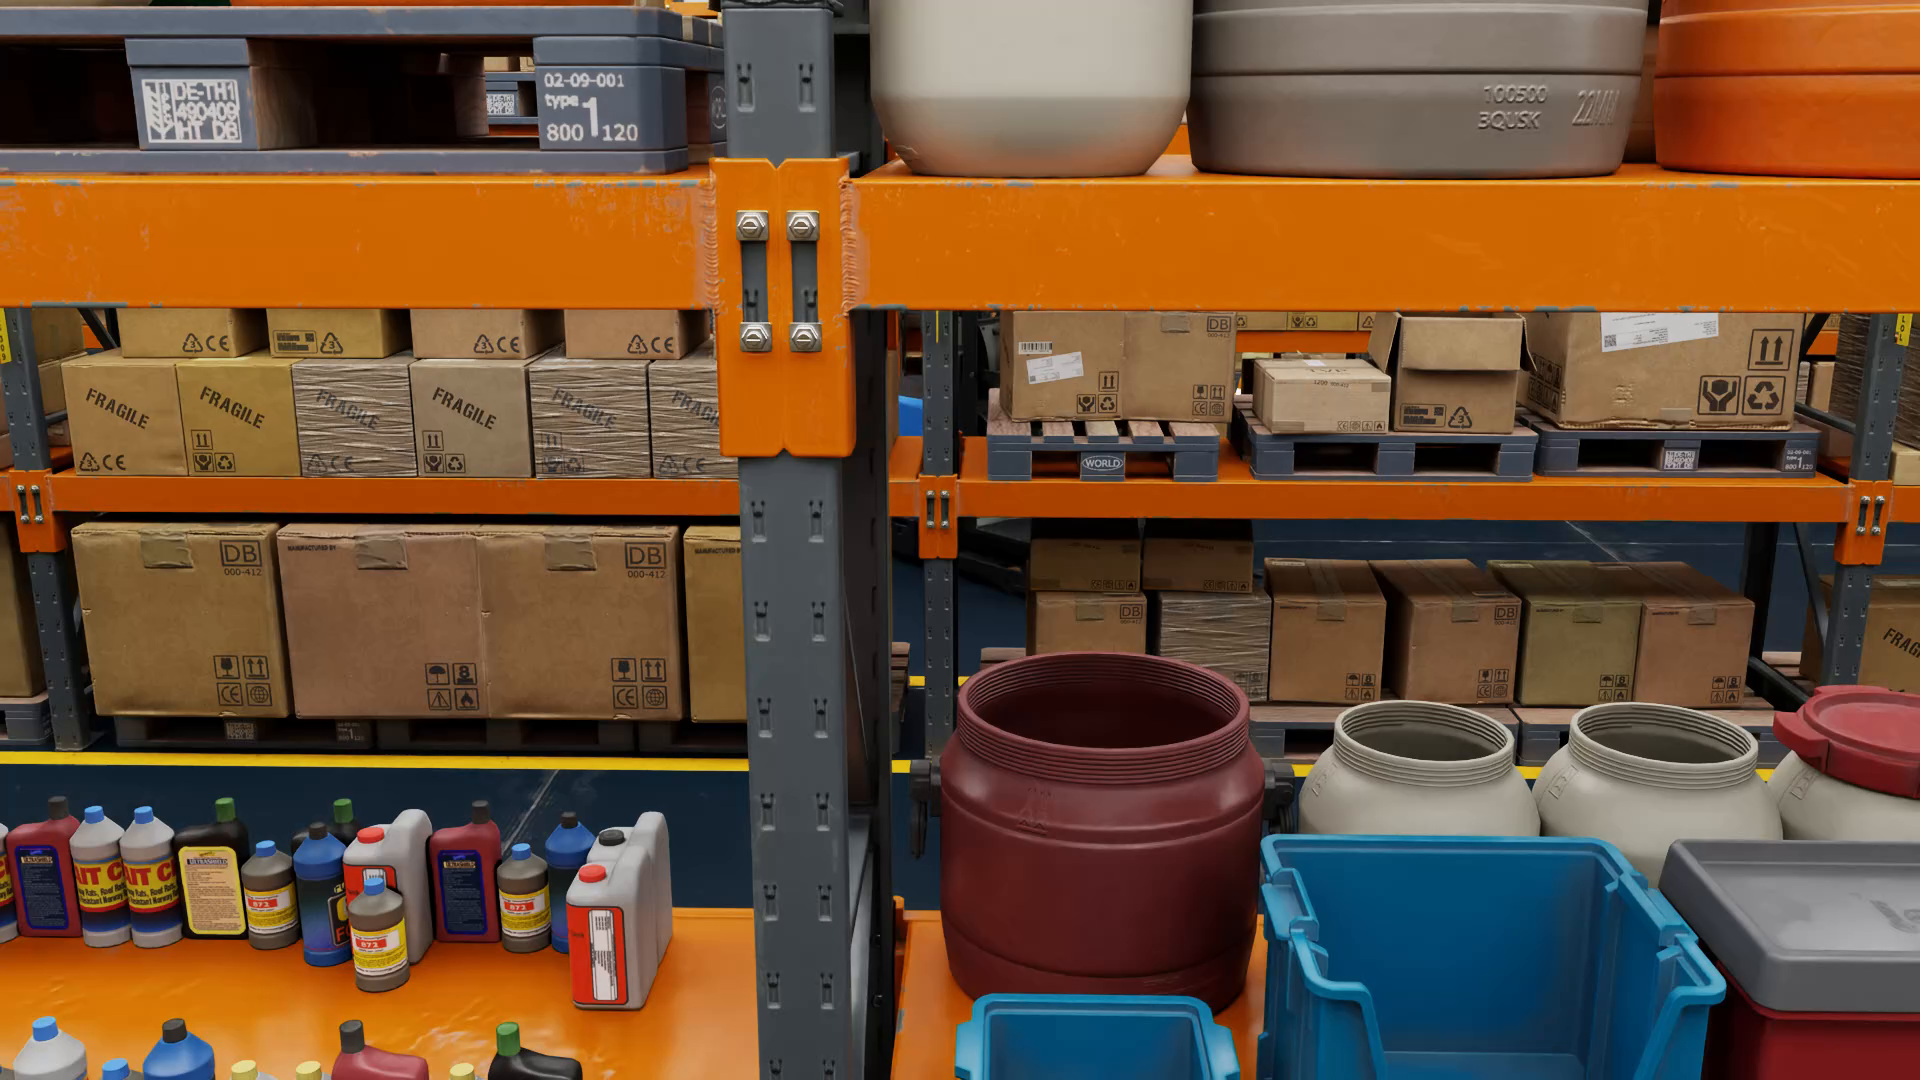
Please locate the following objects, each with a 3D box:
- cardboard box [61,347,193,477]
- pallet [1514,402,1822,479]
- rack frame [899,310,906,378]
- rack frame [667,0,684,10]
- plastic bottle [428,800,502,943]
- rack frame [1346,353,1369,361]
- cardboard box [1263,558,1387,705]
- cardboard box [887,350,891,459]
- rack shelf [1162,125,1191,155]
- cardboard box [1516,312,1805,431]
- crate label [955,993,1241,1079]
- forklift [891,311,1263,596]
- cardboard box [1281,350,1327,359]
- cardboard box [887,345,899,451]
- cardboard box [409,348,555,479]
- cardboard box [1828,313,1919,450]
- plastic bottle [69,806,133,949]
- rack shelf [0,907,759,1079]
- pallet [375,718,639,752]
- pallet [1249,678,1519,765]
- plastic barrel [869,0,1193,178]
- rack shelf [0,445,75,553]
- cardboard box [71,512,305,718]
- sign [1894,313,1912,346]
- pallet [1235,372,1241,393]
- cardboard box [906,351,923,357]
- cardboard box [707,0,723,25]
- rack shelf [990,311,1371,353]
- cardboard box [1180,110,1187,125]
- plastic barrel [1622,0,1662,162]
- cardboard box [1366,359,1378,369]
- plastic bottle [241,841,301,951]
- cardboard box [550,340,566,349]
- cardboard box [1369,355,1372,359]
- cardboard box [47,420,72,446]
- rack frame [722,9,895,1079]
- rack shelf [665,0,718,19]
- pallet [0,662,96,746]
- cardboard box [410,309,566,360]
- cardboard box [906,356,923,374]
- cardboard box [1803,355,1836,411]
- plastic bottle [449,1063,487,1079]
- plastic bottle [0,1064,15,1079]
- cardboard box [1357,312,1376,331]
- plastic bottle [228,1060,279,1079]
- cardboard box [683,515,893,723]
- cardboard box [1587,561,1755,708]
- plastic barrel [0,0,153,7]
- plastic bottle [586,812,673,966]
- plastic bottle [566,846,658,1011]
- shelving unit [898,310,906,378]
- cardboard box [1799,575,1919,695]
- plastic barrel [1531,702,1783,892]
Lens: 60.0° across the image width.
[{"bbox_3d":[-3.629,-0.583,7.474,0.500,0.500,0.500,0,15,2],"label":"cardboard box"},{"bbox_3d":[3.155,-0.499,7.727,1.213,0.211,1.003,0,15,1],"label":"pallet"},{"bbox_3d":[-0.399,-1.146,11.568,0.015,2.100,0.400,1,15,3],"label":"rack frame"},{"bbox_3d":[-3.706,-7.295,21.352,0.127,3.000,1.000,0,15,1],"label":"rack frame"},{"bbox_3d":[-0.962,0.645,3.244,0.133,0.283,0.061,0,15,1],"label":"plastic bottle"},{"bbox_3d":[4.168,-3.077,17.122,0.127,3.000,1.000,0,15,1],"label":"rack frame"},{"bbox_3d":[1.708,0.422,7.898,0.500,0.500,0.700,2,15,6],"label":"cardboard box"},{"bbox_3d":[-0.583,-0.564,7.401,0.500,0.500,0.500,1,15,3],"label":"cardboard box"},{"bbox_3d":[1.915,-1.665,7.301,4.000,0.370,1.077,0,15,1],"label":"rack shelf"},{"bbox_3d":[3.124,-1.083,7.568,1.000,1.000,1.000,0,15,2],"label":"cardboard box"},{"bbox_3d":[0.201,0.867,2.503,0.416,0.233,0.303,0,15,1],"label":"crate label"},{"bbox_3d":[0.624,-1.203,10.153,1.130,2.935,3.031,-14,20,-42],"label":"forklift"},{"bbox_3d":[1.590,-0.772,7.825,0.258,0.266,0.396,0,15,0],"label":"cardboard box"},{"bbox_3d":[-0.563,-0.696,7.904,0.500,0.500,0.500,1,15,3],"label":"cardboard box"},{"bbox_3d":[-2.110,-0.575,7.442,0.500,0.500,0.500,1,15,2],"label":"cardboard box"},{"bbox_3d":[4.363,-0.723,7.421,0.500,0.500,0.875,0,15,1],"label":"cardboard box"},{"bbox_3d":[-1.674,0.651,3.246,0.097,0.271,0.097,0,15,0],"label":"plastic bottle"},{"bbox_3d":[-2.210,1.022,2.995,4.000,0.370,1.077,0,15,1],"label":"rack shelf"},{"bbox_3d":[-2.087,0.740,8.122,1.213,0.211,1.003,0,15,1],"label":"pallet"},{"bbox_3d":[1.914,0.787,7.944,1.213,0.211,1.003,0,15,1],"label":"pallet"},{"bbox_3d":[0.092,-0.737,2.153,0.421,0.512,0.421,0,15,0],"label":"plastic barrel"},{"bbox_3d":[-6.082,-0.267,7.881,4.000,0.370,1.077,0,15,1],"label":"rack shelf"},{"bbox_3d":[-3.442,0.222,7.961,0.875,0.875,1.225,0,15,2],"label":"cardboard box"},{"bbox_3d":[3.904,-0.968,6.858,0.005,0.325,0.100,0,15,1],"label":"sign"},{"bbox_3d":[3.390,-1.733,17.495,1.213,0.211,1.003,0,15,1],"label":"pallet"},{"bbox_3d":[-0.519,-2.304,17.535,0.875,0.875,0.875,0,15,1],"label":"cardboard box"},{"bbox_3d":[-0.695,-2.265,7.137,0.637,0.503,0.797,1,15,5],"label":"cardboard box"},{"bbox_3d":[2.143,-1.479,12.476,4.000,0.370,1.077,0,15,1],"label":"rack shelf"},{"bbox_3d":[0.893,-1.882,7.007,0.500,0.250,0.500,1,15,3],"label":"cardboard box"},{"bbox_3d":[1.067,-0.747,2.683,0.301,0.262,0.301,0,15,0],"label":"plastic barrel"},{"bbox_3d":[3.520,-0.910,12.496,0.750,0.750,1.050,0,15,1],"label":"cardboard box"},{"bbox_3d":[-1.346,0.687,3.246,0.097,0.201,0.097,0,15,0],"label":"plastic bottle"},{"bbox_3d":[-2.090,-0.705,7.938,0.500,0.500,0.500,0,15,2],"label":"cardboard box"},{"bbox_3d":[4.152,-1.780,15.623,0.500,0.500,0.500,0,15,1],"label":"cardboard box"},{"bbox_3d":[-4.370,-0.567,8.101,0.250,0.149,0.380,0,15,2],"label":"cardboard box"},{"bbox_3d":[-0.210,0.688,2.854,0.127,3.000,1.000,0,15,1],"label":"rack frame"},{"bbox_3d":[-1.707,-6.741,21.445,4.000,0.370,1.077,0,15,1],"label":"rack shelf"},{"bbox_3d":[-4.841,0.722,8.190,1.213,0.211,1.003,0,15,1],"label":"pallet"},{"bbox_3d":[-2.136,-1.125,7.563,0.637,0.503,0.797,1,15,3],"label":"cardboard box"},{"bbox_3d":[-0.539,-1.263,12.854,0.500,0.250,0.500,0,15,-1],"label":"cardboard box"},{"bbox_3d":[6.582,-0.956,12.426,0.875,0.875,0.875,0,15,1],"label":"cardboard box"},{"bbox_3d":[-0.741,0.884,2.497,0.097,0.201,0.097,0,15,0],"label":"plastic bottle"},{"bbox_3d":[-1.458,0.880,2.515,0.097,0.201,0.097,0,15,0],"label":"plastic bottle"},{"bbox_3d":[3.109,-1.801,12.089,0.500,0.500,0.500,0,15,1],"label":"cardboard box"},{"bbox_3d":[-1.069,0.882,2.505,0.097,0.201,0.097,0,15,0],"label":"plastic bottle"},{"bbox_3d":[-0.773,0.239,7.896,0.875,0.875,1.225,0,15,-1],"label":"cardboard box"},{"bbox_3d":[3.302,0.437,7.841,0.500,0.500,0.700,-1,15,-3],"label":"cardboard box"},{"bbox_3d":[-1.286,-0.869,2.320,0.301,0.262,0.301,0,15,0],"label":"plastic barrel"},{"bbox_3d":[-0.635,0.662,3.193,0.135,0.276,0.152,0,15,1],"label":"plastic bottle"},{"bbox_3d":[-0.639,0.701,3.046,0.135,0.276,0.152,0,15,1],"label":"plastic bottle"},{"bbox_3d":[-0.643,-1.150,11.582,0.503,2.100,0.431,1,15,3],"label":"shelving unit"},{"bbox_3d":[4.314,0.469,7.759,0.500,0.500,0.500,0,15,0],"label":"cardboard box"},{"bbox_3d":[1.245,0.588,3.010,0.421,0.512,0.421,0,15,0],"label":"plastic barrel"}]
